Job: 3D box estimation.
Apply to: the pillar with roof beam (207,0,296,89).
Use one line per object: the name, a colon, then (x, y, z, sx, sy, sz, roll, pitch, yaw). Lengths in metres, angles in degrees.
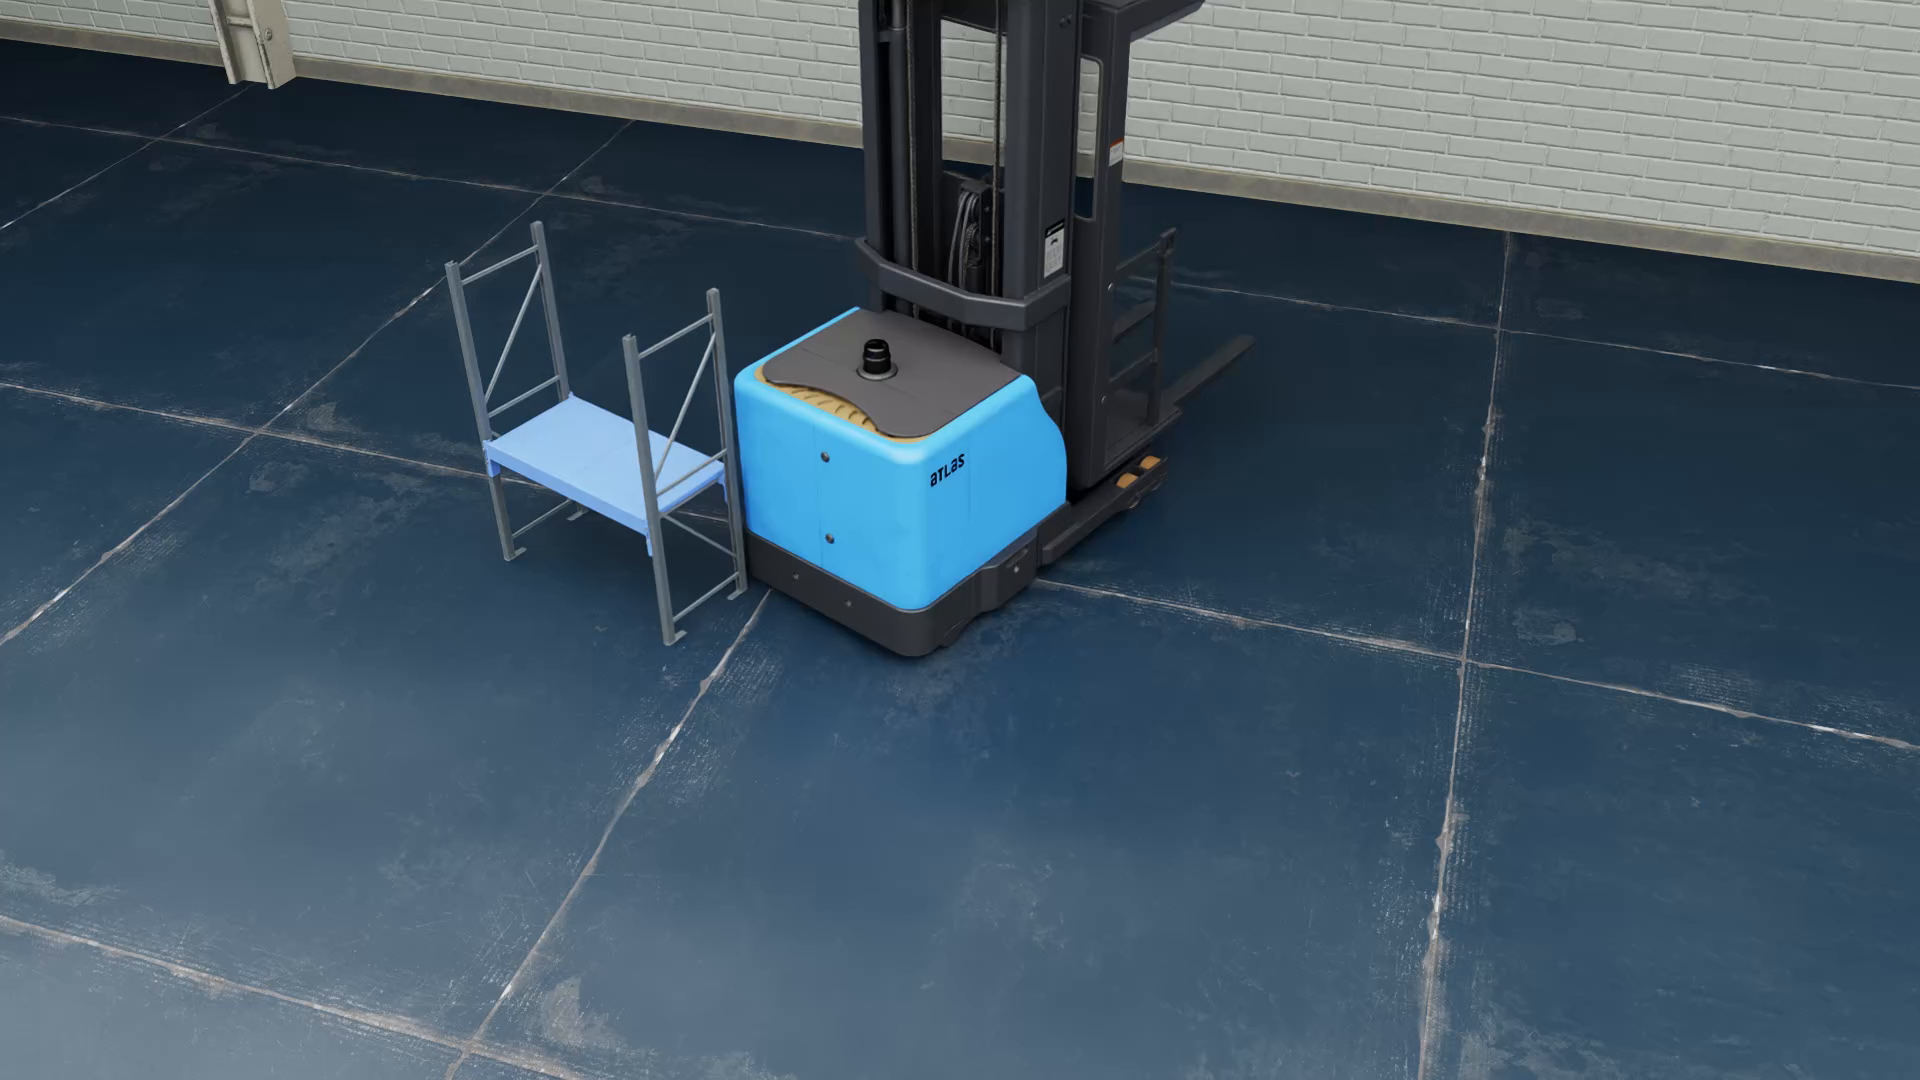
pillar with roof beam: (-6.487, -4.637, 6.459, 0.400, 9.000, 9.100, 10, 38, 14)

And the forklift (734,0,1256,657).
forklift: (0.362, -1.500, 7.315, 1.130, 2.935, 3.031, 26, 43, 30)

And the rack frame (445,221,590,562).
rack frame: (-1.928, -0.627, 7.337, 0.032, 1.500, 0.500, 24, 42, 29)

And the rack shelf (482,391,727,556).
rack shelf: (-1.519, -0.303, 7.200, 1.000, 0.185, 0.538, 24, 42, 29)

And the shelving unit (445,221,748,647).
shelving unit: (-1.519, -0.448, 7.094, 1.048, 1.500, 0.538, 24, 42, 29)

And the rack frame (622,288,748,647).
rack frame: (-1.110, -0.269, 6.851, 0.032, 1.500, 0.500, 24, 42, 29)

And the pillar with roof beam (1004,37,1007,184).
pillar with roof beam: (-0.760, -3.576, 5.018, 0.400, 9.000, 9.100, 10, 38, 14)
